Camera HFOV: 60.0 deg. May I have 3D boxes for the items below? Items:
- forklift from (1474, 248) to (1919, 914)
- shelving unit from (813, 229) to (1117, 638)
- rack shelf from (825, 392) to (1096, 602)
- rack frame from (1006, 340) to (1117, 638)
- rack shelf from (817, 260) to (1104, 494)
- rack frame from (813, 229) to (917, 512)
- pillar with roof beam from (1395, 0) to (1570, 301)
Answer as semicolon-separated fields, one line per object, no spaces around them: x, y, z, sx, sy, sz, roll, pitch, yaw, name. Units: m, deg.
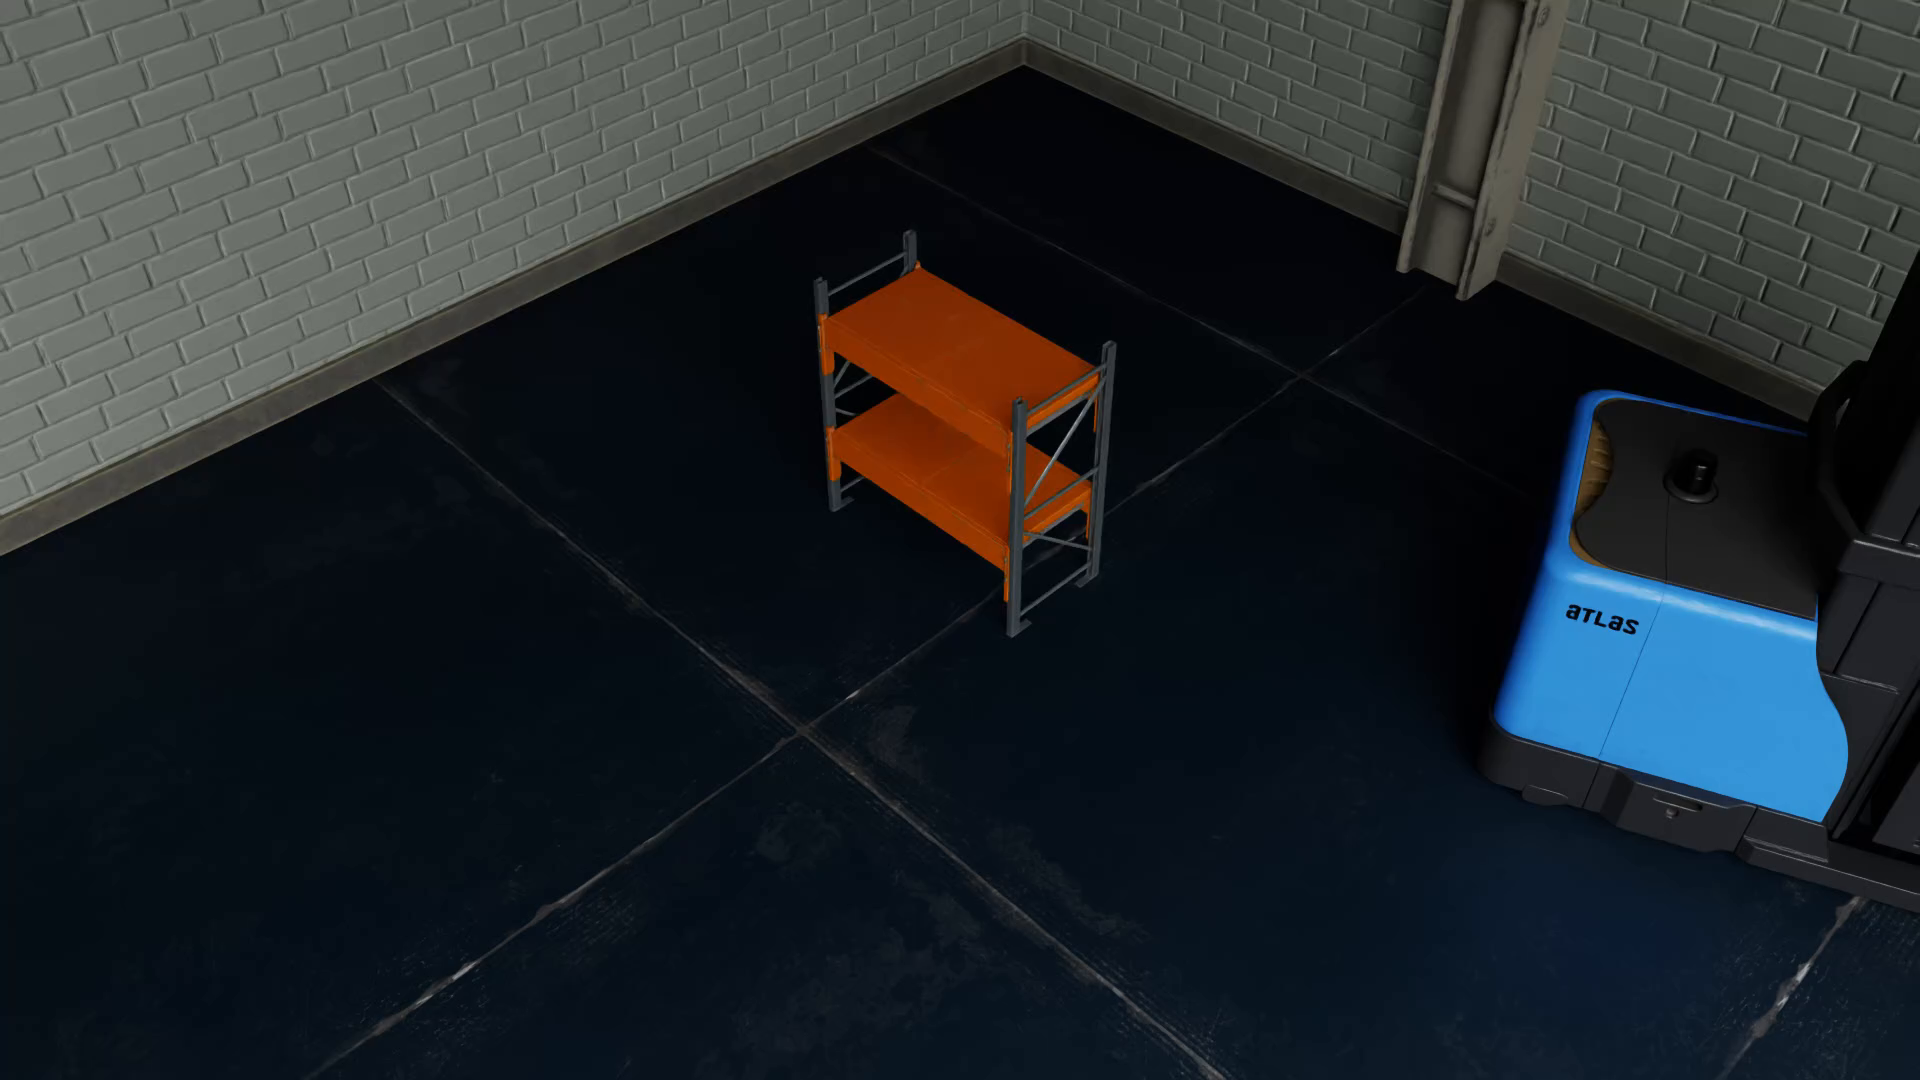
3.364;-0.150;4.753;3.031;2.935;1.130;15;45;16;forklift
0.005;-0.410;6.365;0.538;1.125;1.048;-34;53;-31;shelving unit
0.005;-0.230;6.531;0.538;0.278;1.000;-34;53;-31;rack shelf
0.364;-0.166;6.100;0.500;1.125;0.032;-34;53;-31;rack frame
0.005;-0.625;6.166;0.538;0.278;1.000;-34;53;-31;rack shelf
-0.354;-0.654;6.629;0.500;1.125;0.032;-34;53;-31;rack frame
-0.658;-2.555;2.884;9.100;9.000;0.400;-34;53;-31;pillar with roof beam
